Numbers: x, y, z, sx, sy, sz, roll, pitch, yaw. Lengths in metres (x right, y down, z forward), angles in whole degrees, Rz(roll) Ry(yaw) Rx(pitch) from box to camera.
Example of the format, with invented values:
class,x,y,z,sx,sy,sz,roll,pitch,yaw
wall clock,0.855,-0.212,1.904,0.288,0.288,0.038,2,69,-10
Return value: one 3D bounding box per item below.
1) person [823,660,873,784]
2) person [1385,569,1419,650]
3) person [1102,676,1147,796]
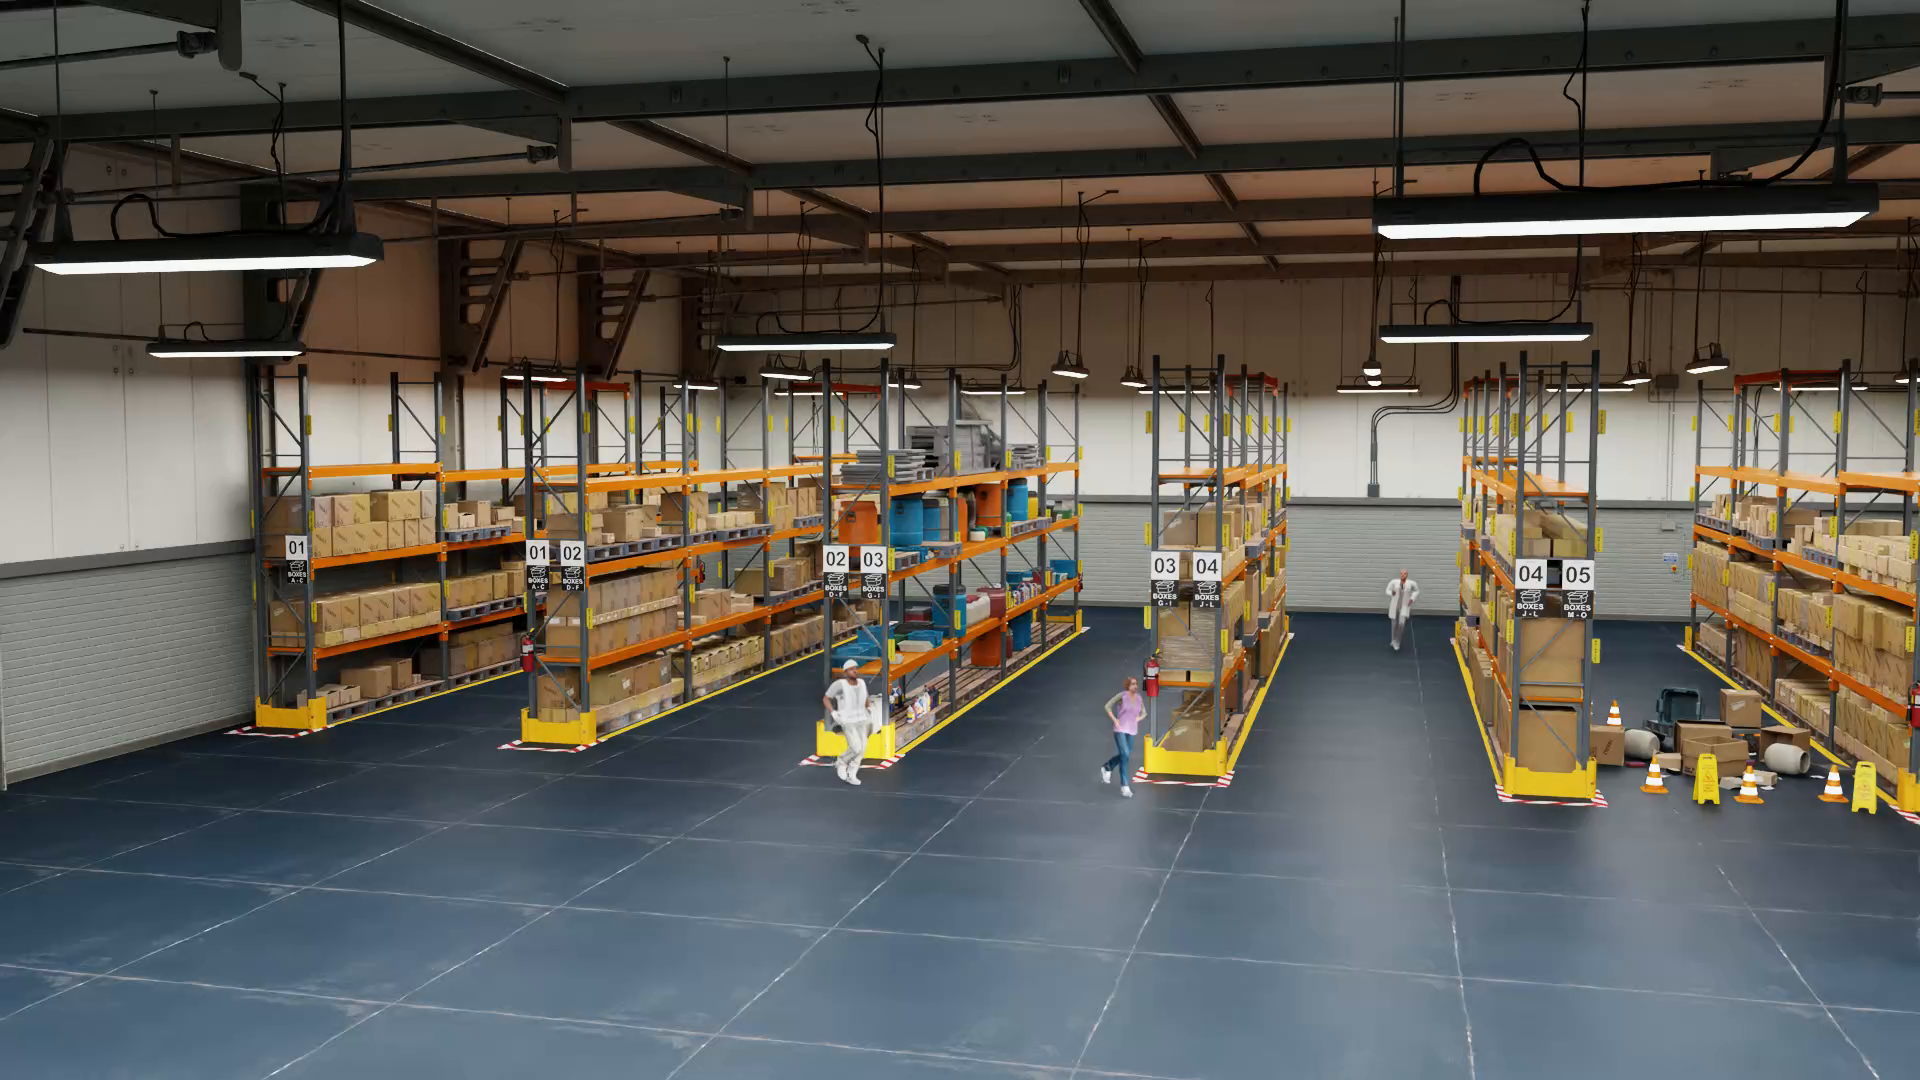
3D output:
class,x,y,z,sx,sy,sz,roll,pitch,yaw
person,-1.493,2.542,23.172,0.686,1.743,0.541,-3,5,-40
person,9.887,1.567,37.249,0.706,1.846,0.818,2,4,23
person,2.279,2.656,22.842,0.571,1.596,0.813,-2,4,-25
